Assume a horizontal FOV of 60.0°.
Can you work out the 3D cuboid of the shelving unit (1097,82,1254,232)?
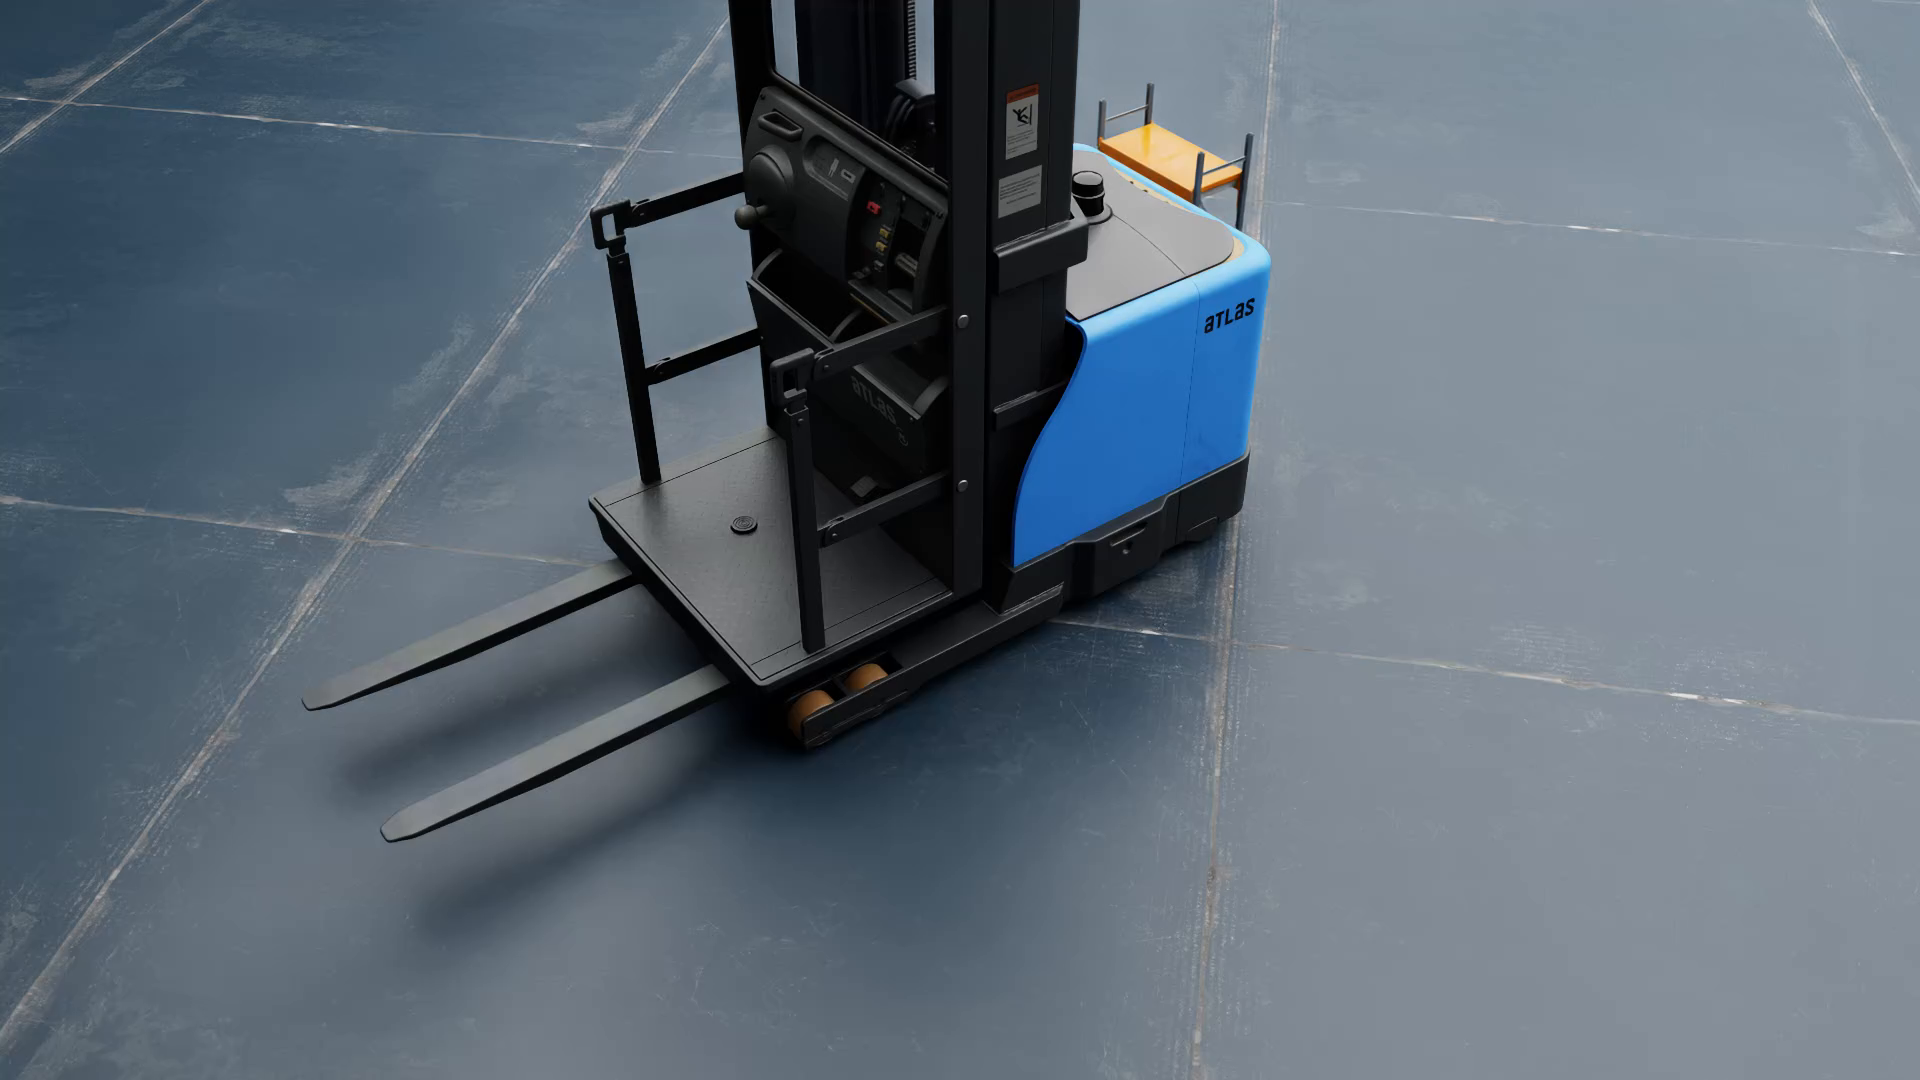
[{"bbox_3d":[0.723,-0.959,5.968,0.258,1.200,0.503,-25,46,-28],"label":"shelving unit"}]

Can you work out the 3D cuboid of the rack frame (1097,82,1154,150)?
[{"bbox_3d":[0.576,-1.083,6.119,0.240,1.200,0.015,-25,46,-28],"label":"rack frame"}]

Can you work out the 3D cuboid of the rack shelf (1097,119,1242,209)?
[{"bbox_3d":[0.723,-1.262,5.718,0.258,0.148,0.480,-25,46,-28],"label":"rack shelf"}]

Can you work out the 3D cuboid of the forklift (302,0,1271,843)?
[{"bbox_3d":[-0.502,-0.895,4.532,3.031,2.935,1.130,-25,46,-27],"label":"forklift"}]

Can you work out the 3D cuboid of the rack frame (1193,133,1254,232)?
[{"bbox_3d":[0.869,-0.835,5.818,0.240,1.200,0.015,-25,46,-28],"label":"rack frame"}]
